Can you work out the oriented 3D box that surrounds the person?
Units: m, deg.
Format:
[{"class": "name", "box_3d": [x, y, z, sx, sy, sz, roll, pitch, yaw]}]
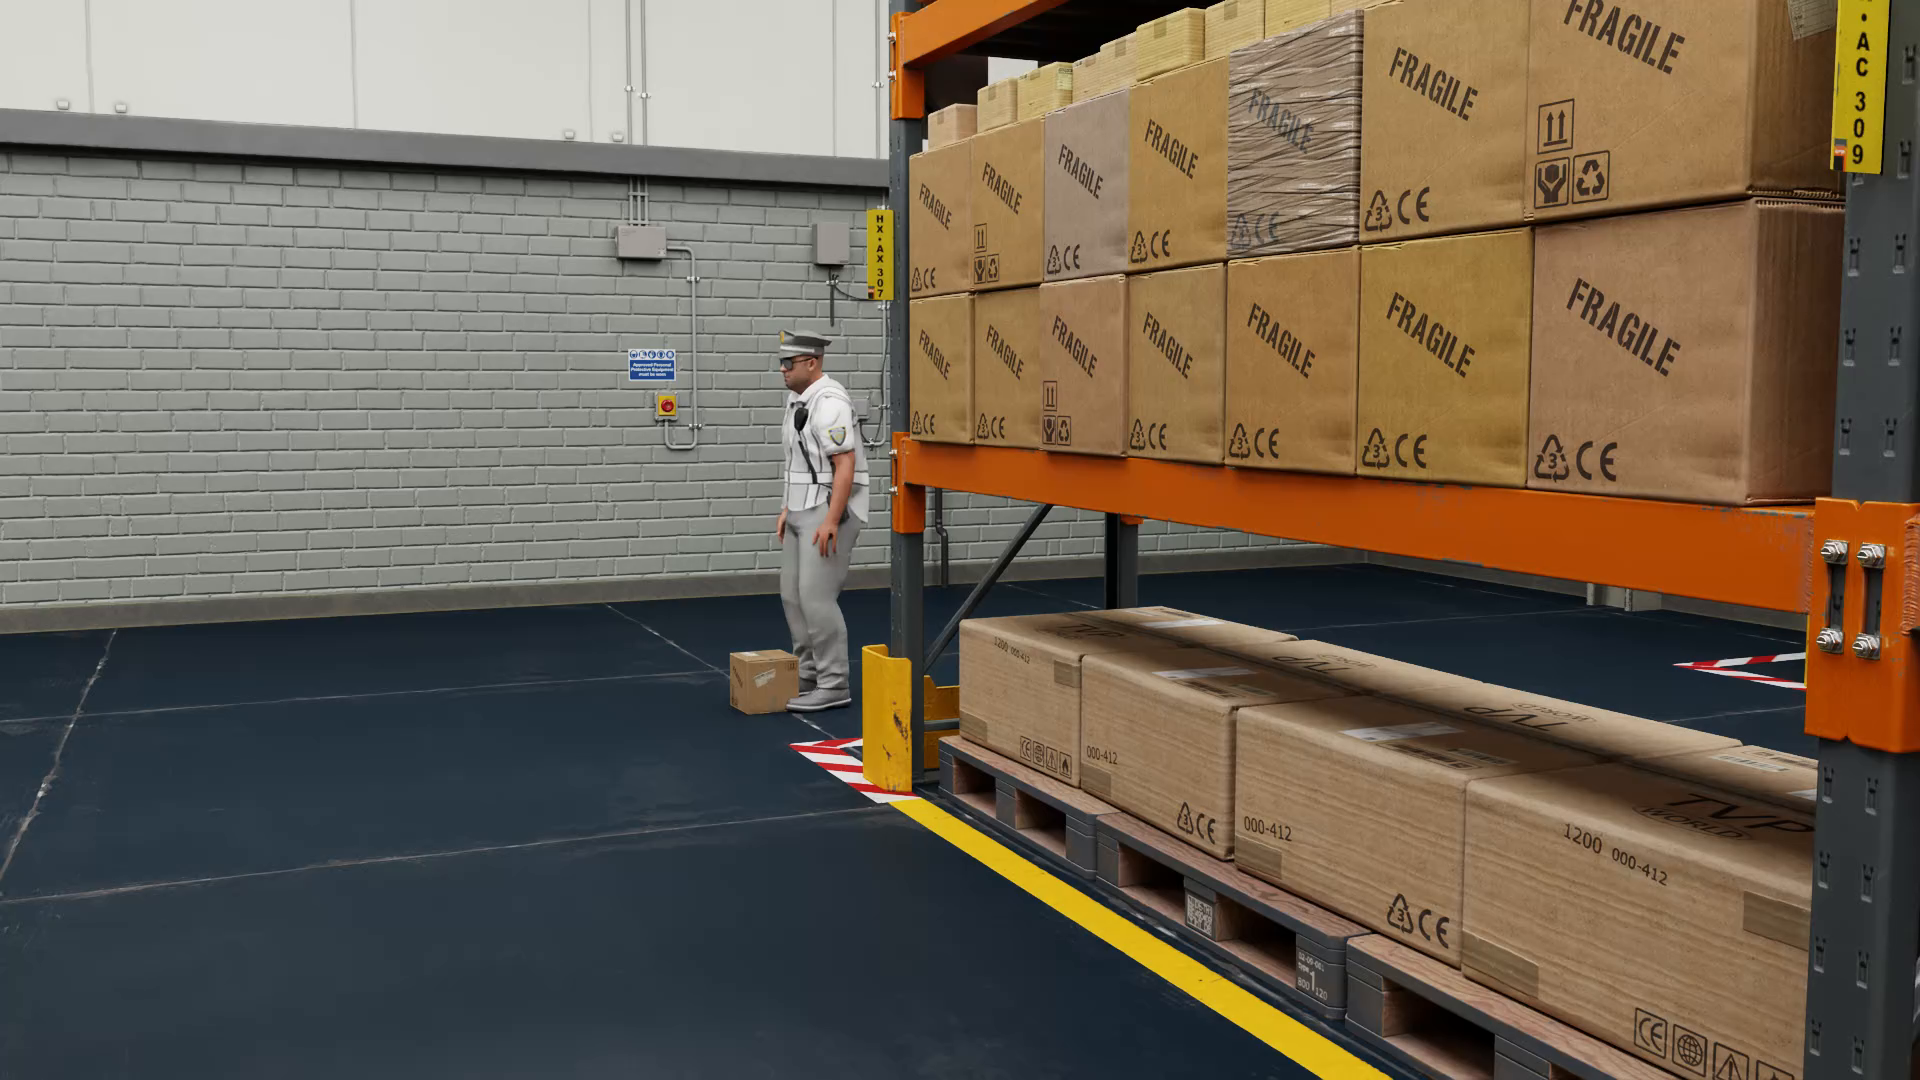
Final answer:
[{"class": "person", "box_3d": [-0.663, -0.101, 7.776, 0.433, 1.751, 0.605, -3, 6, -26]}]
